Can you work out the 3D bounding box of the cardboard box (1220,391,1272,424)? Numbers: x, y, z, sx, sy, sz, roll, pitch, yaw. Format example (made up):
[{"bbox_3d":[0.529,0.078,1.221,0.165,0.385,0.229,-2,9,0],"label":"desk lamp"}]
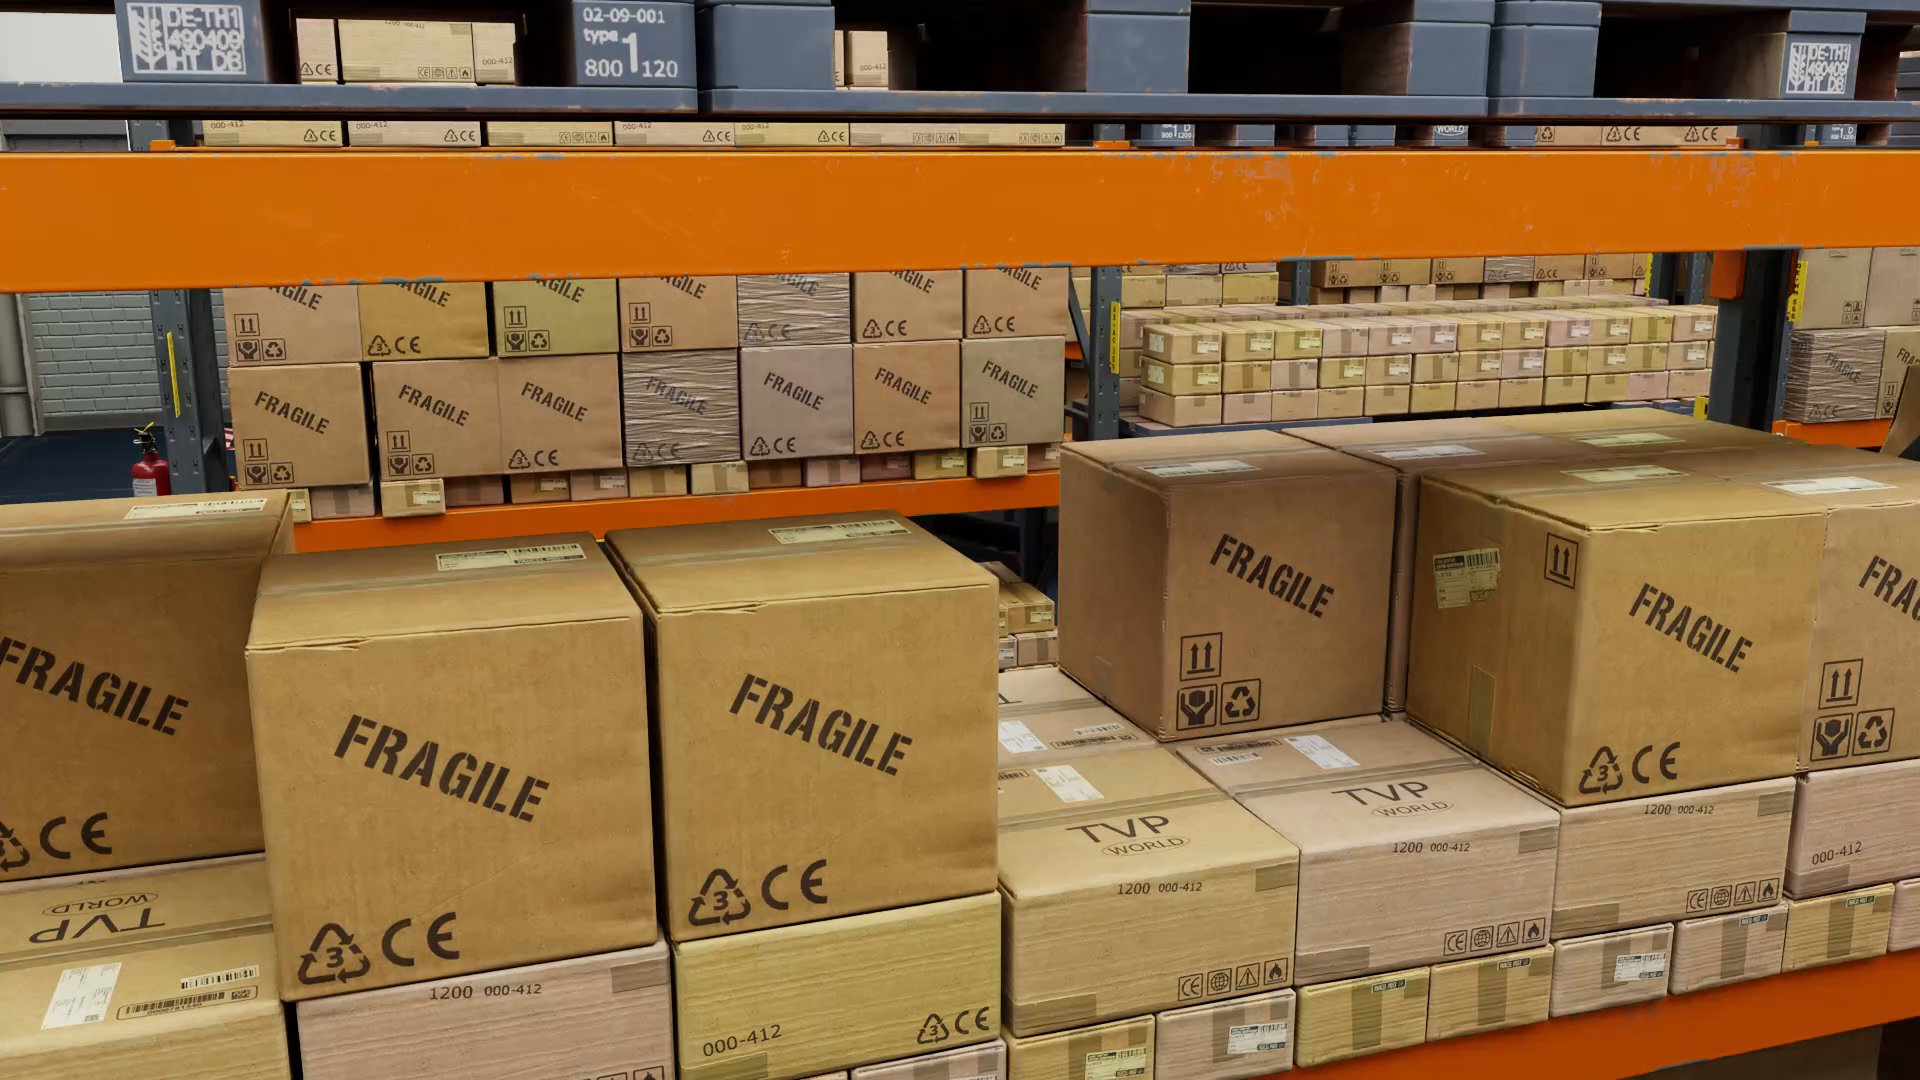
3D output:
[{"bbox_3d":[1.321,-0.672,8.122,0.250,0.149,0.380,-4,14,-17],"label":"cardboard box"}]

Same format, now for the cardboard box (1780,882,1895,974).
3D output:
[{"bbox_3d":[1.597,0.691,3.300,0.250,0.149,0.380,-4,14,-17],"label":"cardboard box"}]

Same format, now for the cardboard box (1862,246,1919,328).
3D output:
[{"bbox_3d":[5.239,-1.539,9.754,0.500,0.500,0.700,-5,14,-19],"label":"cardboard box"}]

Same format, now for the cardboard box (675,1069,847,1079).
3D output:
[{"bbox_3d":[-0.350,0.842,2.662,0.250,0.149,0.380,-5,14,-19],"label":"cardboard box"}]

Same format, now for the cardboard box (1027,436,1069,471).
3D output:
[{"bbox_3d":[0.344,-0.446,8.077,0.250,0.149,0.380,-5,14,-19],"label":"cardboard box"}]

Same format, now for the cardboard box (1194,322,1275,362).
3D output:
[{"bbox_3d":[1.322,-0.962,8.054,0.250,0.149,0.380,-4,14,-17],"label":"cardboard box"}]

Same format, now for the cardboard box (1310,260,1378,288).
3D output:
[{"bbox_3d":[3.157,-2.394,13.958,0.500,0.500,0.500,-5,14,-20],"label":"cardboard box"}]

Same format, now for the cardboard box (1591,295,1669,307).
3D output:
[{"bbox_3d":[3.827,-1.315,9.539,0.250,0.149,0.380,-4,14,-18],"label":"cardboard box"}]

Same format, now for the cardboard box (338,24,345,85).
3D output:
[{"bbox_3d":[-2.896,-2.064,7.101,0.500,0.250,0.500,-5,14,-20],"label":"cardboard box"}]

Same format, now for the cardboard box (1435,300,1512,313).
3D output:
[{"bbox_3d":[2.836,-1.238,9.215,0.250,0.149,0.380,-4,14,-15],"label":"cardboard box"}]

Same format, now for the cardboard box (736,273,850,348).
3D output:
[{"bbox_3d":[-0.797,-1.152,7.484,0.500,0.500,0.500,-4,14,-17],"label":"cardboard box"}]

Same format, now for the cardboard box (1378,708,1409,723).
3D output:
[{"bbox_3d":[1.024,0.396,3.677,0.500,0.250,0.500,-5,14,-18],"label":"cardboard box"}]

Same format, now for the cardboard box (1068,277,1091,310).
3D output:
[{"bbox_3d":[0.823,-1.973,13.200,0.500,0.250,0.500,-5,14,-20],"label":"cardboard box"}]

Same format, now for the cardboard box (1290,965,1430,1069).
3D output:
[{"bbox_3d":[0.624,0.767,2.981,0.250,0.149,0.380,-5,14,-19],"label":"cardboard box"}]

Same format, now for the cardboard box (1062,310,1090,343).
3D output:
[{"bbox_3d":[0.824,-1.728,13.248,0.500,0.250,0.500,-5,14,-19],"label":"cardboard box"}]

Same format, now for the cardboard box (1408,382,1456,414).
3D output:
[{"bbox_3d":[2.296,-0.748,8.441,0.250,0.149,0.380,-5,14,-19],"label":"cardboard box"}]

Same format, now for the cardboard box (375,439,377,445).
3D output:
[{"bbox_3d":[-4.332,-0.452,12.189,0.875,0.438,0.875,-5,14,-20],"label":"cardboard box"}]

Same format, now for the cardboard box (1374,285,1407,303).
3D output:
[{"bbox_3d":[3.576,-2.103,14.135,0.250,0.149,0.380,-5,14,-22],"label":"cardboard box"}]

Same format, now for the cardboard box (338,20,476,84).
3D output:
[{"bbox_3d":[-2.258,-1.989,6.783,0.500,0.250,0.500,-5,14,-19],"label":"cardboard box"}]

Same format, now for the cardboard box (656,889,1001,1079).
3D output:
[{"bbox_3d":[-0.256,0.626,2.709,0.500,0.250,0.500,-5,14,-20],"label":"cardboard box"}]

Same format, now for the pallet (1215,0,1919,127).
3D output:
[{"bbox_3d":[1.247,-0.903,3.166,1.213,0.211,1.003,-4,14,-18],"label":"pallet"}]

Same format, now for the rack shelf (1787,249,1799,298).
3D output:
[{"bbox_3d":[3.922,-0.802,4.104,4.000,0.370,1.077,-4,14,-18],"label":"rack shelf"}]

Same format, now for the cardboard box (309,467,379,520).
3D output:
[{"bbox_3d":[-2.612,-0.203,7.056,0.250,0.149,0.380,-4,14,-16],"label":"cardboard box"}]

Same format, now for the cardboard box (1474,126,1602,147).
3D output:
[{"bbox_3d":[2.926,-2.270,8.505,0.500,0.500,0.500,-4,14,-18],"label":"cardboard box"}]

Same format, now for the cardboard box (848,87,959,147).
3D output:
[{"bbox_3d":[-0.316,-1.897,7.477,0.500,0.250,0.500,-4,14,-18],"label":"cardboard box"}]

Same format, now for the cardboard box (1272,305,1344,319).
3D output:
[{"bbox_3d":[1.841,-1.160,8.886,0.250,0.149,0.380,-5,14,-20],"label":"cardboard box"}]

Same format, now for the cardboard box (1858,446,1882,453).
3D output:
[{"bbox_3d":[5.764,-0.136,10.185,0.750,0.750,1.050,-4,14,-17],"label":"cardboard box"}]

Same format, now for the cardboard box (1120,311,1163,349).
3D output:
[{"bbox_3d":[0.858,-1.084,8.568,0.250,0.149,0.380,-4,14,-15],"label":"cardboard box"}]

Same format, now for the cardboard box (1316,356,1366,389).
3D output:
[{"bbox_3d":[1.796,-0.853,8.240,0.250,0.149,0.380,-5,14,-20],"label":"cardboard box"}]

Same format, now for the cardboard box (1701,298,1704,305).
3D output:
[{"bbox_3d":[6.848,-2.140,15.198,0.250,0.149,0.380,-5,14,-18],"label":"cardboard box"}]

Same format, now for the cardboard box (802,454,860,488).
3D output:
[{"bbox_3d":[-0.638,-0.356,7.699,0.250,0.149,0.380,-5,14,-20],"label":"cardboard box"}]

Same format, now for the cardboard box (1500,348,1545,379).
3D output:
[{"bbox_3d":[2.786,-0.930,8.564,0.250,0.149,0.380,-4,14,-17],"label":"cardboard box"}]

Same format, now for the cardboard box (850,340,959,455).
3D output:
[{"bbox_3d":[-0.321,-0.698,7.736,0.500,0.500,0.500,-5,14,-20],"label":"cardboard box"}]

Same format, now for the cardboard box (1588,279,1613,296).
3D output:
[{"bbox_3d":[5.559,-2.250,14.755,0.250,0.149,0.380,-5,14,-19],"label":"cardboard box"}]

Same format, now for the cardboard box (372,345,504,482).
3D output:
[{"bbox_3d":[-2.239,-0.556,7.139,0.500,0.500,0.500,-4,14,-18],"label":"cardboard box"}]

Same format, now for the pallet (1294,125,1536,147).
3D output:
[{"bbox_3d":[2.141,-2.108,8.445,1.003,0.211,1.213,-4,14,-18],"label":"pallet"}]

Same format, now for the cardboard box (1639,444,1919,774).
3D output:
[{"bbox_3d":[1.676,0.111,3.255,0.500,0.500,0.500,-4,14,-16],"label":"cardboard box"}]

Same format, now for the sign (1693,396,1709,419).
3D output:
[{"bbox_3d":[1.844,-0.188,4.120,0.005,0.325,0.100,-4,14,-18],"label":"sign"}]

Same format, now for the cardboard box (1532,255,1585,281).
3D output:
[{"bbox_3d":[5.122,-2.548,14.608,0.500,0.500,0.500,-4,14,-16],"label":"cardboard box"}]

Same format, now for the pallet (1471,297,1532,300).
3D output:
[{"bbox_3d":[4.520,-2.075,14.800,1.213,0.211,1.003,-4,14,-18],"label":"pallet"}]

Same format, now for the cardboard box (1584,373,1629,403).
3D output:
[{"bbox_3d":[3.293,-0.826,8.767,0.250,0.149,0.380,-5,14,-19],"label":"cardboard box"}]

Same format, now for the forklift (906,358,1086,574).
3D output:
[{"bbox_3d":[0.472,-1.324,11.373,3.031,2.935,1.130,12,18,42],"label":"forklift"}]

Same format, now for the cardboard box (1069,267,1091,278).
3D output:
[{"bbox_3d":[0.811,-2.343,13.132,0.500,0.500,0.500,-5,14,-19],"label":"cardboard box"}]

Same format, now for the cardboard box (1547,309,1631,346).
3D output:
[{"bbox_3d":[3.274,-1.112,8.687,0.250,0.149,0.380,-4,14,-16],"label":"cardboard box"}]

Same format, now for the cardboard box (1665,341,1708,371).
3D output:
[{"bbox_3d":[3.755,-1.006,8.882,0.250,0.149,0.380,-4,14,-16],"label":"cardboard box"}]

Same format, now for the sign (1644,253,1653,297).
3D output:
[{"bbox_3d":[4.151,-1.620,9.970,0.005,0.325,0.100,-4,14,-18],"label":"sign"}]

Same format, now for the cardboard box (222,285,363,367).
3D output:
[{"bbox_3d":[-2.741,-1.000,6.844,0.500,0.500,0.500,-5,14,-18],"label":"cardboard box"}]

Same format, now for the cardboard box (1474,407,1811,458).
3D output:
[{"bbox_3d":[1.490,-0.002,3.731,0.500,0.500,0.500,-4,14,-18],"label":"cardboard box"}]

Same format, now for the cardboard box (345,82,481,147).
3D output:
[{"bbox_3d":[-2.244,-1.746,6.844,0.500,0.250,0.500,-4,14,-16],"label":"cardboard box"}]

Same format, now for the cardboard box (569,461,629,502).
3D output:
[{"bbox_3d":[-1.630,-0.287,7.409,0.250,0.149,0.380,-5,14,-19],"label":"cardboard box"}]

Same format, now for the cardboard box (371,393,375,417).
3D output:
[{"bbox_3d":[-5.903,-1.526,16.562,0.637,0.503,0.797,-5,14,-20],"label":"cardboard box"}]

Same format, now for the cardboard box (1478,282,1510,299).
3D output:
[{"bbox_3d":[4.571,-2.188,14.493,0.250,0.149,0.380,-4,14,-16],"label":"cardboard box"}]

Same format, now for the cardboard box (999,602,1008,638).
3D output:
[{"bbox_3d":[0.056,0.364,8.098,0.250,0.149,0.380,-4,14,-17],"label":"cardboard box"}]

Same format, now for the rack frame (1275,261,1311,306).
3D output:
[{"bbox_3d":[2.656,-2.014,14.126,0.127,3.000,1.000,-4,14,-18],"label":"rack frame"}]

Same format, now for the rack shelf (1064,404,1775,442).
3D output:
[{"bbox_3d":[2.435,-0.438,9.056,4.000,0.370,1.077,-4,14,-18],"label":"rack shelf"}]

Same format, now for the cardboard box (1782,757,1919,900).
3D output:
[{"bbox_3d":[1.691,0.473,3.351,0.500,0.250,0.500,-5,14,-19],"label":"cardboard box"}]

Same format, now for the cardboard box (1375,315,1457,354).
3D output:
[{"bbox_3d":[2.285,-1.036,8.364,0.250,0.149,0.380,-4,14,-16],"label":"cardboard box"}]

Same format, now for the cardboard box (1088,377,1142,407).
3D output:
[{"bbox_3d":[0.853,-0.795,8.638,0.250,0.149,0.380,-5,14,-19],"label":"cardboard box"}]

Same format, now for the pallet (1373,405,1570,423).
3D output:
[{"bbox_3d":[2.468,-0.687,8.964,1.213,0.211,1.003,-4,14,-18],"label":"pallet"}]

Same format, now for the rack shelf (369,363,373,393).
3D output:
[{"bbox_3d":[-3.030,-1.221,12.348,4.000,0.370,1.077,-4,14,-18],"label":"rack shelf"}]
